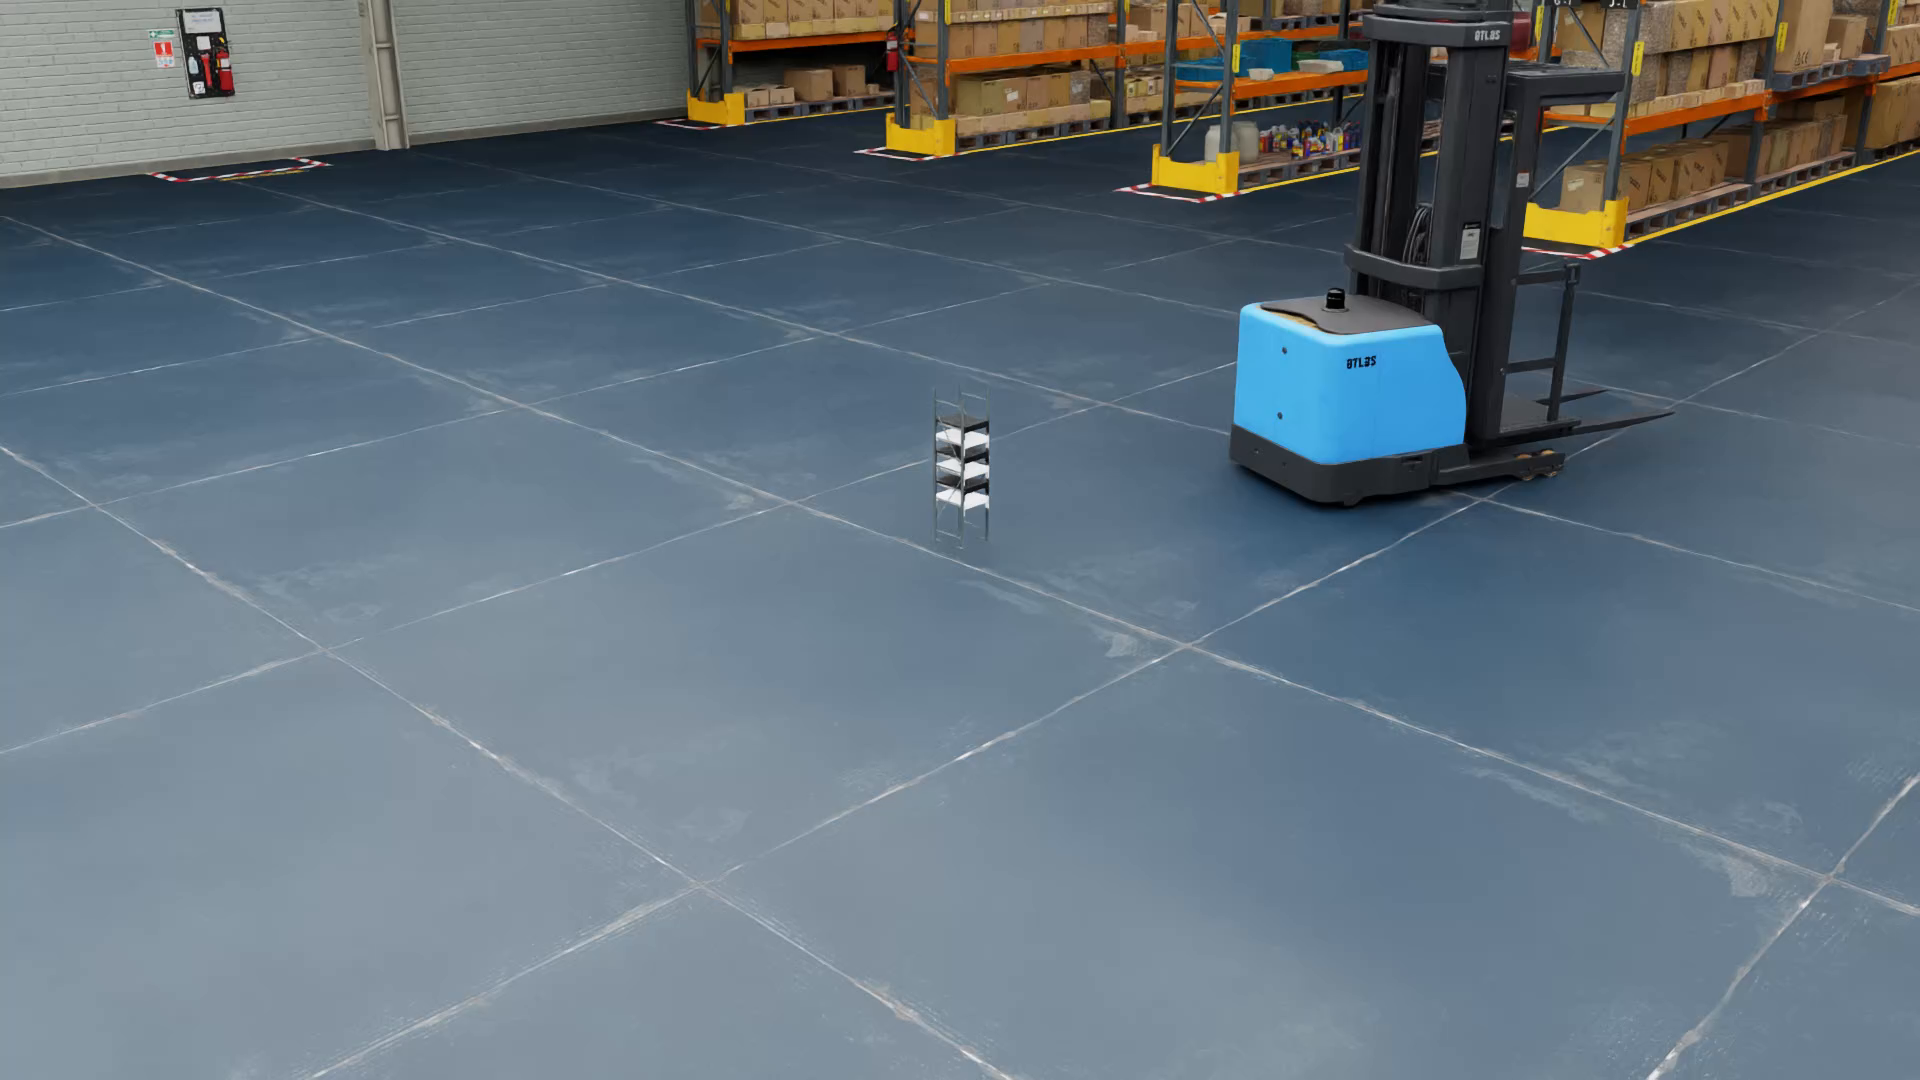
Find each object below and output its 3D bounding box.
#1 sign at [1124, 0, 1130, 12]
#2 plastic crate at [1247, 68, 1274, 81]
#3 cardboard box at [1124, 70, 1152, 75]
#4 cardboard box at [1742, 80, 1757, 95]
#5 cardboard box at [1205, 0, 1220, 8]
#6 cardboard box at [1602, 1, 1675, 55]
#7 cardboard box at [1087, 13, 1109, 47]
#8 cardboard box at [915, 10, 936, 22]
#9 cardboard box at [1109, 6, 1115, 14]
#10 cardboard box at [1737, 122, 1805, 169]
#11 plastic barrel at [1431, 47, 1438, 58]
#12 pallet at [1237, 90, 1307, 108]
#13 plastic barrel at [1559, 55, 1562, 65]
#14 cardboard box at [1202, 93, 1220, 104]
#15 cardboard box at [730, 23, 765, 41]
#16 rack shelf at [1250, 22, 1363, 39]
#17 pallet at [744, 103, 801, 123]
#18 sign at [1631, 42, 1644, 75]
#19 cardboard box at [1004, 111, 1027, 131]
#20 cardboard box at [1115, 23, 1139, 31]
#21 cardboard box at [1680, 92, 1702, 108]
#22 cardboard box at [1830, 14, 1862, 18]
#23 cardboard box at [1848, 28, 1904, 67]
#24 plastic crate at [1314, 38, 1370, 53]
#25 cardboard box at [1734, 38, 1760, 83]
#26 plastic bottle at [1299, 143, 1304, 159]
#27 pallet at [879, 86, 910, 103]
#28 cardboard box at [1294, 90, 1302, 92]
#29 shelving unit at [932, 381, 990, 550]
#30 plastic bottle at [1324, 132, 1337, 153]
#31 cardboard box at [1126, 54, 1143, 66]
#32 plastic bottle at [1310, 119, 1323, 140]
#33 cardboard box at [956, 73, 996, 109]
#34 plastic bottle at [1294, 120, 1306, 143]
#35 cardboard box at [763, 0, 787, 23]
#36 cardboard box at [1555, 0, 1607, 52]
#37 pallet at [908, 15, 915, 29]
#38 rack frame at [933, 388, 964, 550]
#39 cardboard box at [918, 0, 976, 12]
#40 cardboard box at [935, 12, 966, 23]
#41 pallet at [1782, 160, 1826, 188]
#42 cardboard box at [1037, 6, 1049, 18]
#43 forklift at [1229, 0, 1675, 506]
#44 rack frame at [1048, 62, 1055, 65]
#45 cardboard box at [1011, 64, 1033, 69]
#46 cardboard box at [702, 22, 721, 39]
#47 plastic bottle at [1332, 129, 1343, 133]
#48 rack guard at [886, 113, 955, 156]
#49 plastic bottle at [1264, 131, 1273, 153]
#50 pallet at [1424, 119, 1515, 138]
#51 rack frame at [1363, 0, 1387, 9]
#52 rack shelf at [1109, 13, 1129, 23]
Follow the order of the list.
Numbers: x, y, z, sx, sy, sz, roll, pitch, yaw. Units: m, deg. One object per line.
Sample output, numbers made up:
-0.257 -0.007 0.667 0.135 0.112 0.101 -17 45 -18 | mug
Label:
2.623 -8.461 26.091 0.100 0.325 0.005 19 28 41 | sign
3.835 -5.916 21.154 0.298 0.136 0.250 19 28 41 | plastic crate
3.010 -7.772 28.080 0.500 0.311 0.500 19 28 40 | cardboard box
9.199 -5.371 19.716 0.380 0.149 0.250 19 28 41 | cardboard box
5.156 -11.916 35.977 0.980 0.700 0.700 18 28 39 | cardboard box
7.108 -5.376 17.432 0.500 0.500 0.500 19 28 41 | cardboard box
1.919 -8.090 26.302 0.700 0.500 0.500 18 28 39 | cardboard box
-0.436 -7.626 24.191 0.380 0.149 0.250 19 28 40 | cardboard box
2.921 -10.742 33.663 0.380 0.149 0.250 19 28 41 | cardboard box
10.499 -5.131 21.615 0.700 0.500 0.500 16 26 36 | cardboard box
6.804 -7.155 24.203 0.301 0.262 0.301 0 21 0 | plastic barrel
5.562 -8.068 30.271 1.003 0.211 1.213 19 28 41 | pallet
10.466 -7.874 28.218 0.600 0.901 0.708 19 28 41 | plastic barrel
4.112 -7.641 28.522 0.500 0.250 0.500 -19 28 -41 | cardboard box
-3.550 -8.355 27.312 0.500 0.250 0.500 18 28 39 | cardboard box
6.410 -9.365 30.762 1.077 0.370 4.000 19 28 41 | rack shelf
-3.473 -7.287 28.240 1.003 0.211 1.213 19 28 41 | pallet
6.918 -4.919 16.984 0.100 0.325 0.005 19 28 41 | sign
0.663 -6.383 25.248 0.500 0.250 0.500 19 28 41 | cardboard box
2.706 -8.368 27.352 0.396 0.266 0.258 18 28 39 | cardboard box
8.014 -4.908 18.513 0.380 0.149 0.250 19 28 41 | cardboard box
11.762 -6.801 22.362 0.500 0.500 0.500 15 26 34 | cardboard box
12.644 -6.810 22.973 0.500 0.500 0.500 -19 28 -40 | cardboard box
5.314 -6.786 23.137 0.767 0.338 0.504 19 28 41 | plastic crate
8.961 -5.764 19.836 0.875 0.500 0.500 19 28 41 | cardboard box
4.540 -5.204 22.220 0.097 0.201 0.097 0 21 0 | plastic bottle
-0.786 -8.297 30.866 1.003 0.211 1.213 19 28 41 | pallet
5.898 -8.407 30.138 0.500 0.500 0.500 18 27 39 | cardboard box
0.006 -0.422 9.419 0.258 0.900 0.210 19 28 41 | shelving unit
5.052 -5.441 22.734 0.135 0.276 0.152 -20 28 -41 | plastic bottle
3.275 -10.218 34.389 0.750 0.750 0.750 -19 28 -40 | cardboard box
5.013 -5.747 23.426 0.144 0.351 0.185 19 28 41 | plastic bottle
0.282 -6.866 25.460 0.500 0.500 0.500 19 28 41 | cardboard box
4.778 -5.735 23.393 0.144 0.351 0.185 18 27 38 | plastic bottle
-3.218 -8.831 27.505 0.500 0.500 0.500 19 28 41 | cardboard box
6.735 -5.506 17.771 0.500 0.500 0.500 19 28 41 | cardboard box
-0.690 -9.468 30.295 1.003 0.211 1.213 19 28 41 | pallet
-0.065 -0.396 9.351 0.240 0.900 0.006 19 28 41 | rack frame
-0.195 -7.913 24.034 0.700 0.500 0.500 19 28 41 | cardboard box
-0.138 -7.527 23.933 0.380 0.149 0.250 19 28 40 | cardboard box
10.712 -4.893 22.009 1.003 0.211 1.213 19 28 41 | pallet
1.118 -7.990 25.137 0.250 0.149 0.380 -19 28 -40 | cardboard box
3.304 -1.908 10.453 3.031 2.935 1.130 -9 23 -23 | forklift
1.463 -10.426 32.519 1.000 3.000 0.127 19 28 41 | rack frame
0.998 -9.266 32.373 0.500 0.500 0.700 -20 29 -41 | cardboard box
-3.931 -8.478 27.631 0.500 0.250 0.500 -20 28 -41 | cardboard box
5.270 -5.596 23.135 0.152 0.276 0.135 19 28 41 | plastic bottle
-0.583 -5.958 24.378 1.175 0.500 0.348 19 28 41 | rack guard
4.219 -5.441 22.722 0.061 0.283 0.133 19 28 41 | plastic bottle
7.993 -6.455 26.075 1.003 0.211 1.213 19 28 41 | pallet
7.805 -10.215 31.971 1.000 3.000 0.127 19 28 41 | rack frame
2.858 -10.604 33.986 1.077 0.370 4.000 19 28 41 | rack shelf
